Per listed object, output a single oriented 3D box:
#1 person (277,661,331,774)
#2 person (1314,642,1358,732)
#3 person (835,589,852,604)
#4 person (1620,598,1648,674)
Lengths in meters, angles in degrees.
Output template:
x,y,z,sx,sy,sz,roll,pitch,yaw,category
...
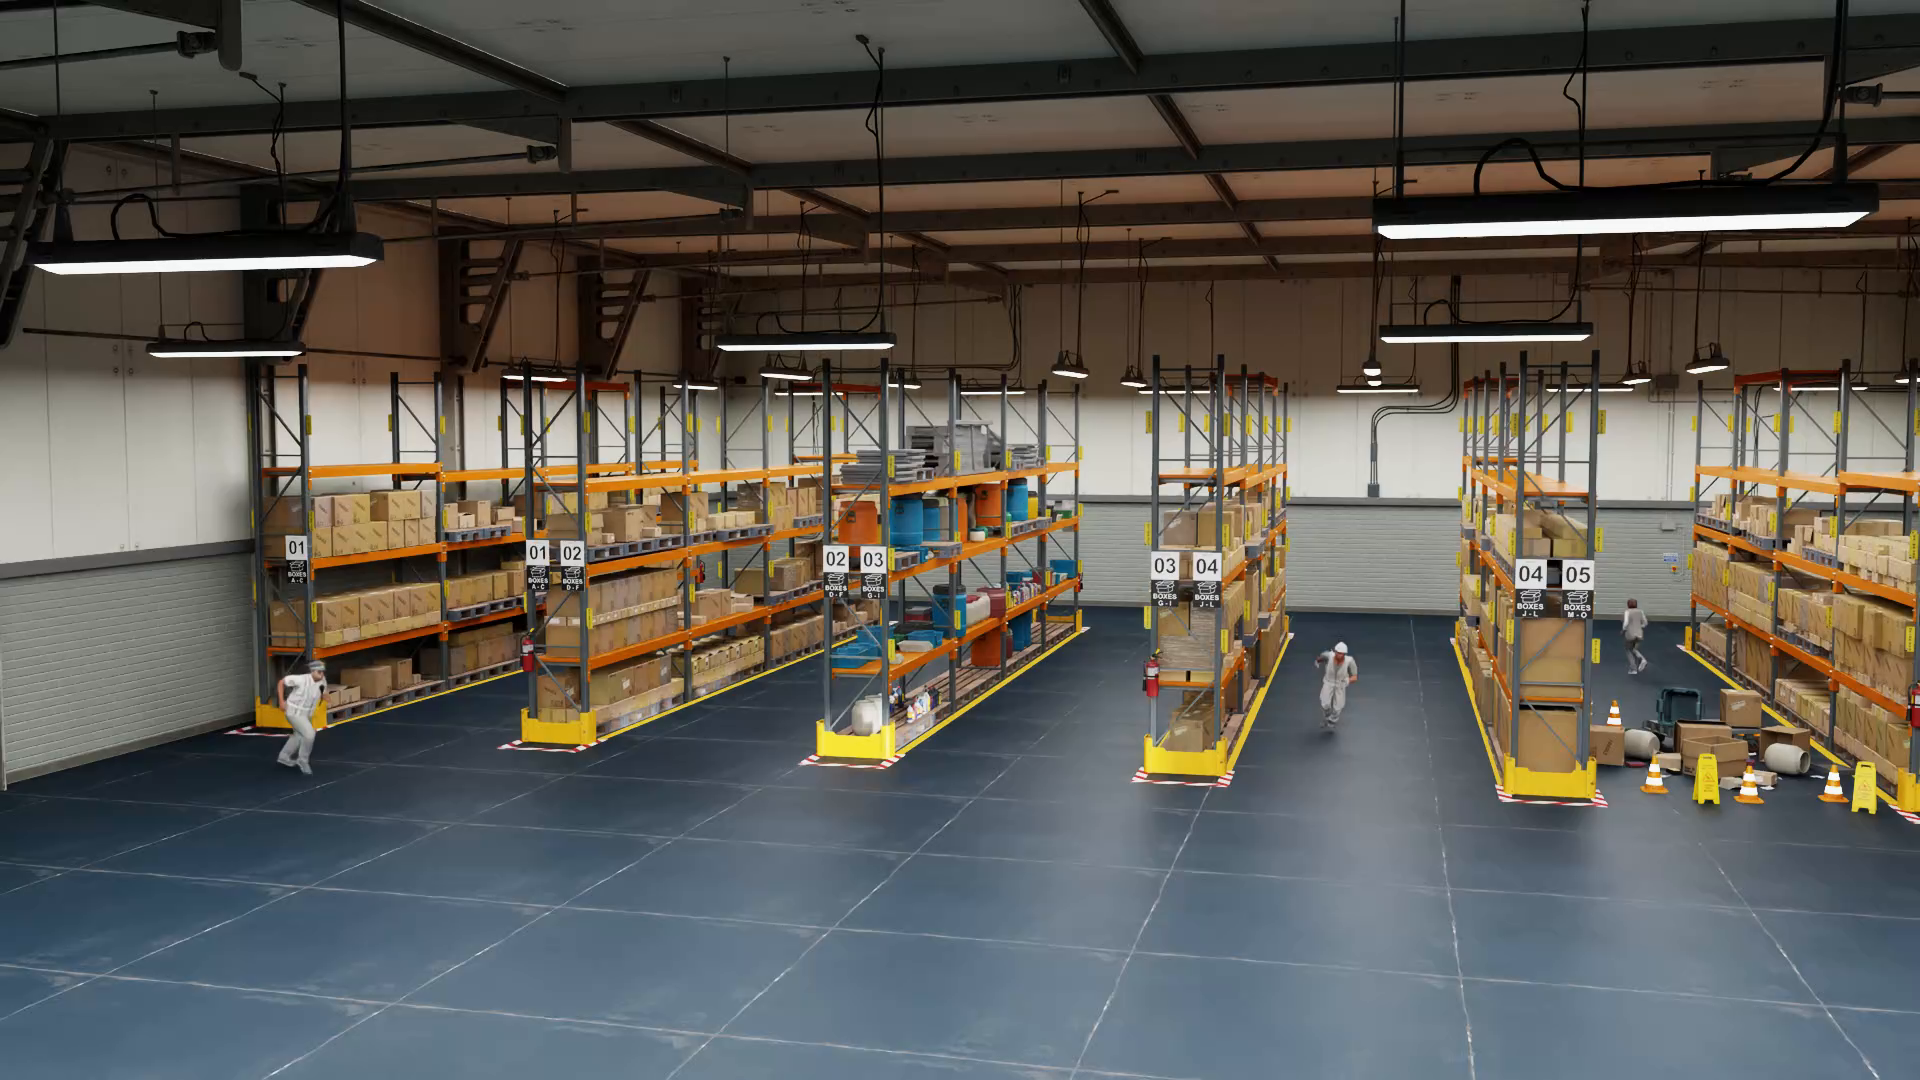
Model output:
x,y,z,sx,sy,sz,roll,pitch,yaw,category
-9.508,2.569,23.950,1.004,1.689,0.711,2,4,25,person
6.045,2.375,26.764,0.681,1.534,1.027,1,4,12,person
-2.952,1.193,43.363,0.623,1.603,0.917,-3,5,-36,person
13.586,1.943,33.410,0.539,1.534,0.570,-1,4,-8,person
